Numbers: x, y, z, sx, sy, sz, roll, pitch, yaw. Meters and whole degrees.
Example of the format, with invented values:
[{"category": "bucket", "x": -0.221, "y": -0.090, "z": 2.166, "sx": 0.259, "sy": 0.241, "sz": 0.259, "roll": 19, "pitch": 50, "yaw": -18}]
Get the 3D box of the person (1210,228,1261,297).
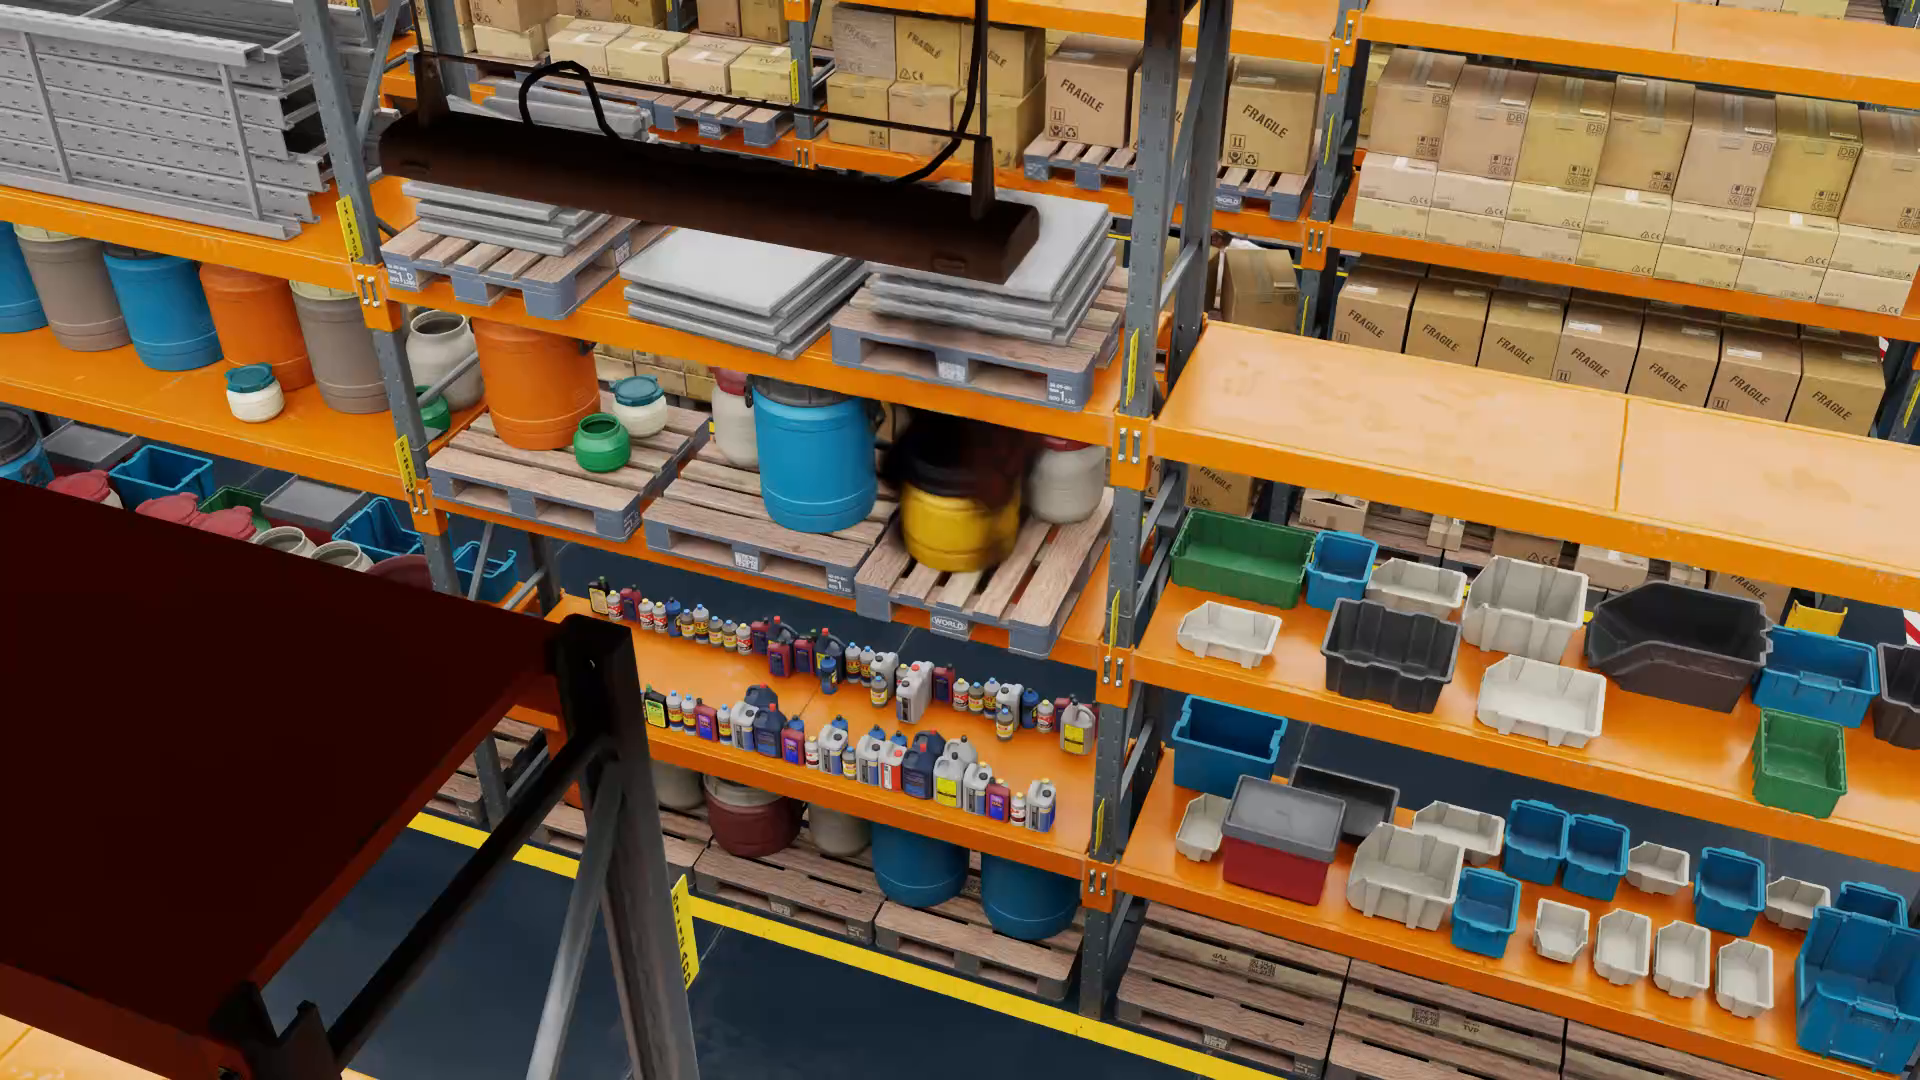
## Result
[{"category": "person", "x": 2.360, "y": -1.977, "z": 14.613, "sx": 0.875, "sy": 1.822, "sz": 0.686, "roll": 13, "pitch": 38, "yaw": 17}]
